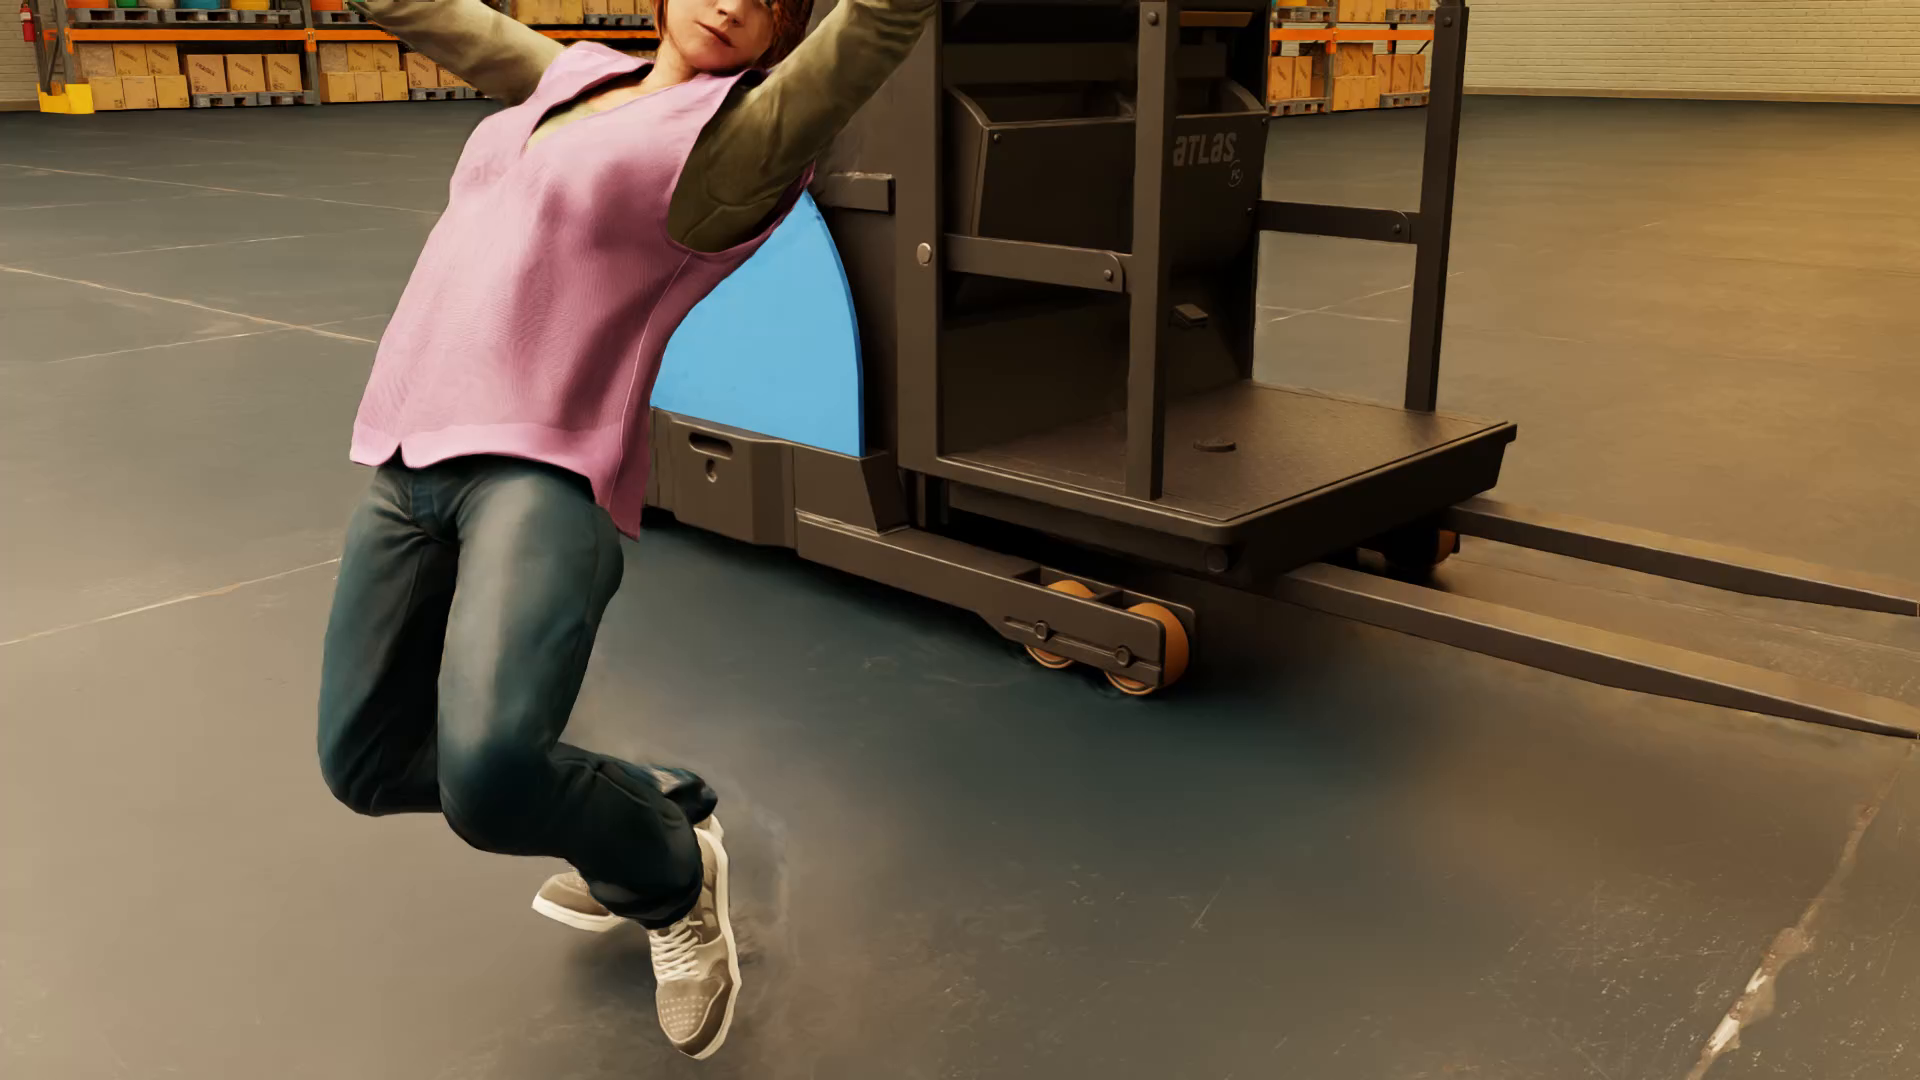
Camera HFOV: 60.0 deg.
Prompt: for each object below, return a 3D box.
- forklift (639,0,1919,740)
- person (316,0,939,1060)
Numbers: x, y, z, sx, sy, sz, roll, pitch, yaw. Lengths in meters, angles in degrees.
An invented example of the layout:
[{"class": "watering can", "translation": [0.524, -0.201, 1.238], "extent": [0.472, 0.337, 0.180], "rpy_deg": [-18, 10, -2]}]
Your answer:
[{"class": "forklift", "translation": [0.473, -1.291, 3.149], "extent": [3.031, 2.935, 1.130], "rpy_deg": [15, 23, 41]}, {"class": "person", "translation": [-0.354, -0.147, 1.800], "extent": [0.873, 1.502, 0.692], "rpy_deg": [14, 22, 38]}]
